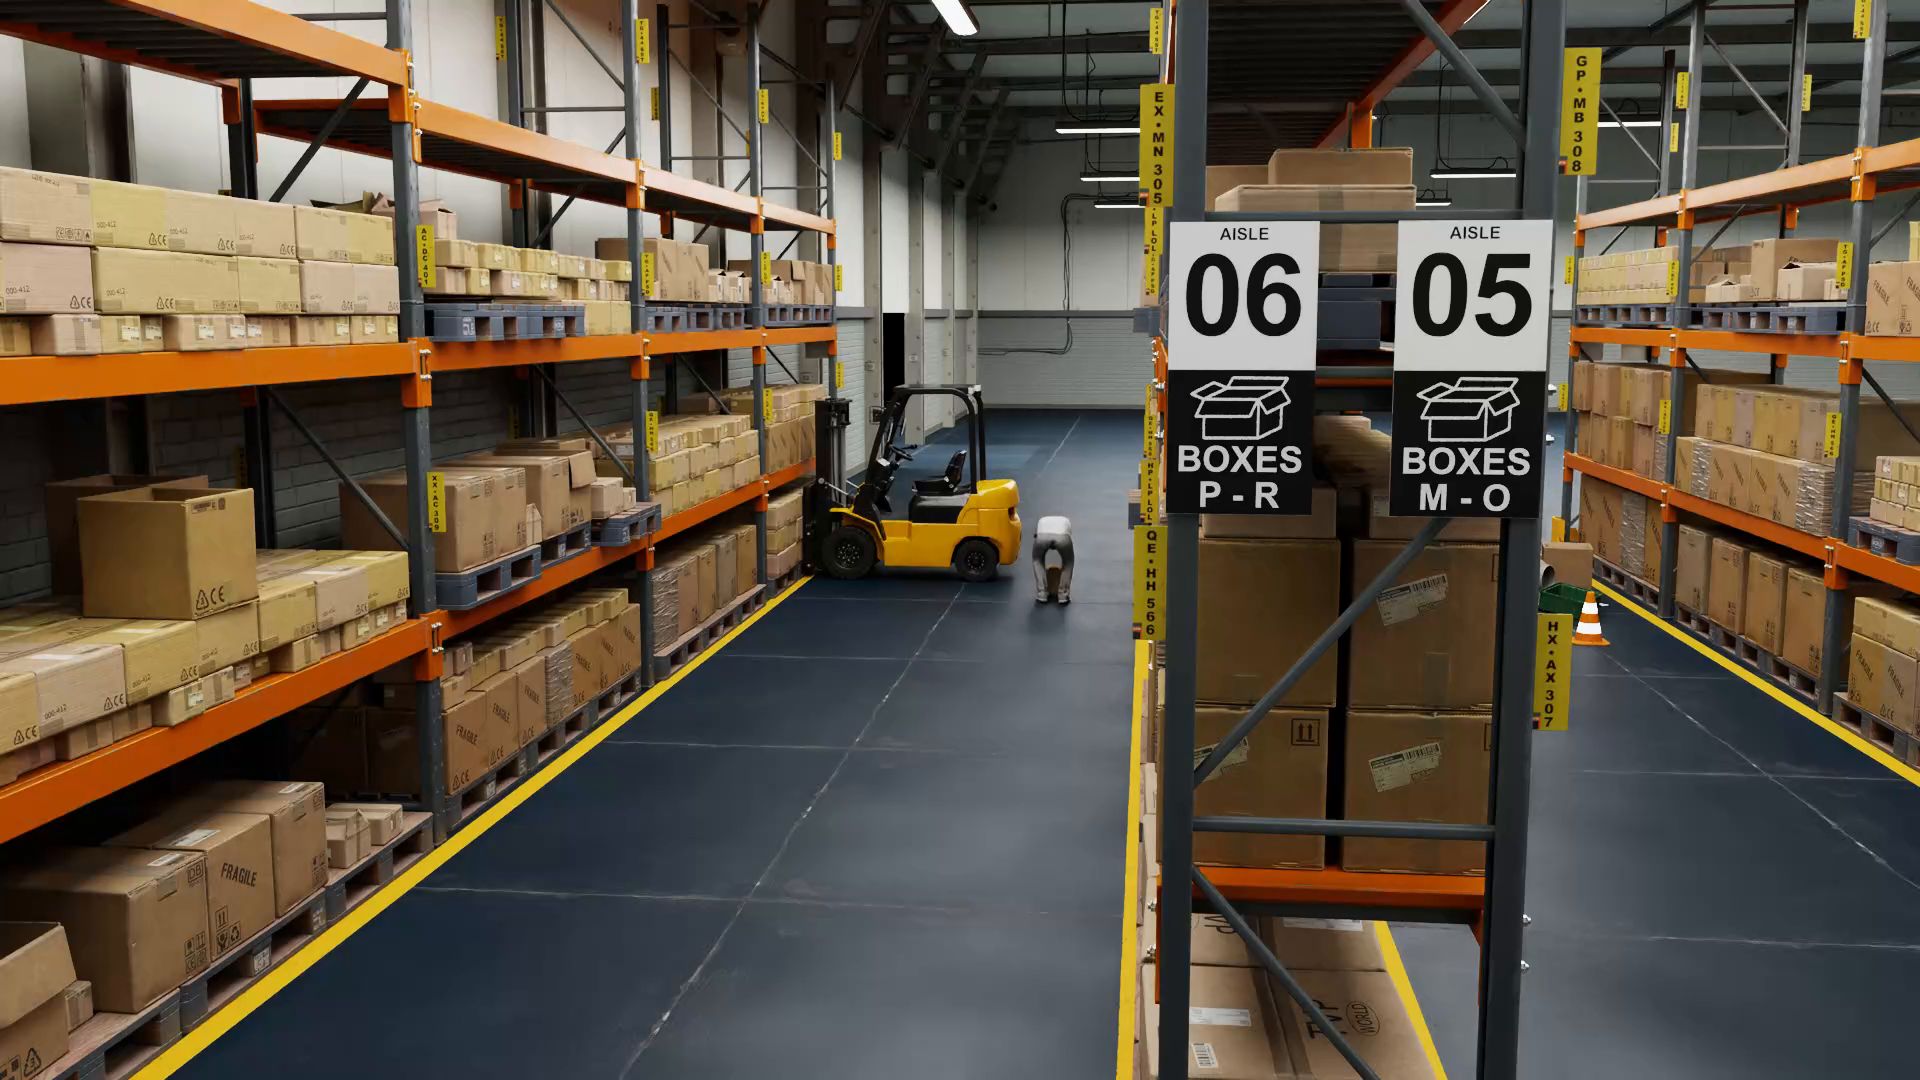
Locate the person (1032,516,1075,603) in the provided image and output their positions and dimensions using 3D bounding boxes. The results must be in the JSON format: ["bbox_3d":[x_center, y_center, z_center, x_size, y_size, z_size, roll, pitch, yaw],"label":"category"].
[{"bbox_3d":[0.973,0.177,17.334,0.445,0.903,0.879,0,8,3],"label":"person"}]
